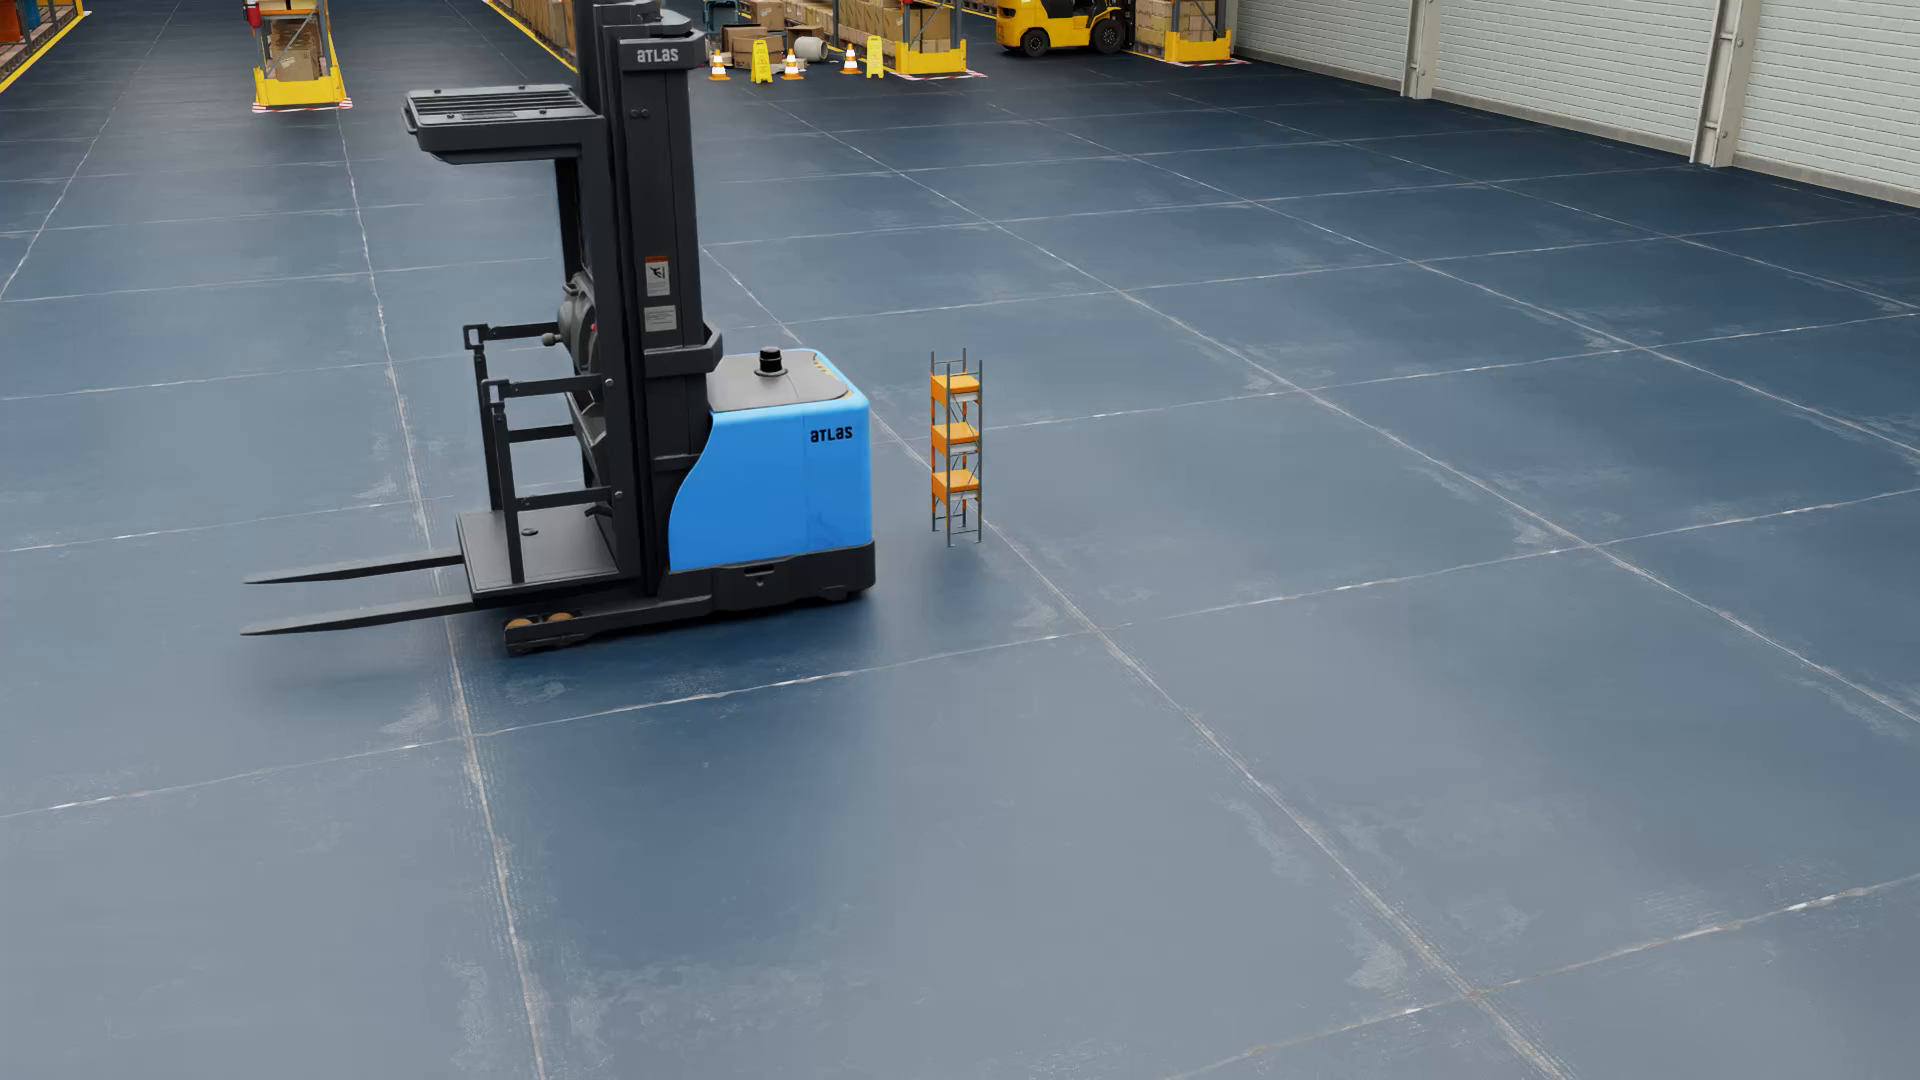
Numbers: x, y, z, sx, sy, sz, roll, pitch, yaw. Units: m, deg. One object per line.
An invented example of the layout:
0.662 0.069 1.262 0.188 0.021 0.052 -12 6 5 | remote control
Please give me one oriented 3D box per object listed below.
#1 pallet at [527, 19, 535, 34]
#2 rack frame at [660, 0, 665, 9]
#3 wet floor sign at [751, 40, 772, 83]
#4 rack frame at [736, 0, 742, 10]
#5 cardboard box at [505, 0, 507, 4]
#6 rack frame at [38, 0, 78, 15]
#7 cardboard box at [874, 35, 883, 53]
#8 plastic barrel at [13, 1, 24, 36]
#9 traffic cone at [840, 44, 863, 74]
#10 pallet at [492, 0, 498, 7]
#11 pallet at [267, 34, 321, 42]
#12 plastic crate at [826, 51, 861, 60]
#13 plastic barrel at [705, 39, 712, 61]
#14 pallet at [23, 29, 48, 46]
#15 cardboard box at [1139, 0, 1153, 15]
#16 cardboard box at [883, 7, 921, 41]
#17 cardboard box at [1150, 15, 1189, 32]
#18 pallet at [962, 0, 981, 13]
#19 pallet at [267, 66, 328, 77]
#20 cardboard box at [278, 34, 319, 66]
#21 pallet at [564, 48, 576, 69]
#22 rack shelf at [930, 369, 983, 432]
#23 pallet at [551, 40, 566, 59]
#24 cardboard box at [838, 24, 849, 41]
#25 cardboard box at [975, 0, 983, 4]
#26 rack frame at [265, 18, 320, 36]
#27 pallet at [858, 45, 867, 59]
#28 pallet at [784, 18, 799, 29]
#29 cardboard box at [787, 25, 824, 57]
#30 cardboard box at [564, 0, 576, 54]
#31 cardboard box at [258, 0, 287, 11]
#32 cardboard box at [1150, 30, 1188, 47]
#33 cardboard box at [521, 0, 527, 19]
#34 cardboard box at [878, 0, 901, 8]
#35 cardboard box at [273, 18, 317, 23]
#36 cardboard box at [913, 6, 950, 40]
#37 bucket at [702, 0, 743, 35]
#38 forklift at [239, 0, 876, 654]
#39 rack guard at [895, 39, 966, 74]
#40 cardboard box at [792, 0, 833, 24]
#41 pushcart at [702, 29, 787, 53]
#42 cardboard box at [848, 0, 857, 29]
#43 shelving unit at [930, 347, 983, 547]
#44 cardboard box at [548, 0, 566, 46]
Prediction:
-8.153 -10.392 33.634 1.003 0.211 1.213 -8 24 -19 | pallet
-5.053 -8.486 25.521 1.000 3.000 0.127 -8 24 -19 | rack frame
-3.190 -7.662 26.598 0.267 0.644 0.232 -13 26 -28 | wet floor sign
-4.697 -13.562 37.565 1.000 3.000 0.127 -8 24 -19 | rack frame
-9.916 -12.015 37.024 0.380 0.149 0.250 -9 25 -21 | cardboard box
-20.014 -12.976 36.175 1.000 3.000 0.127 -8 24 -19 | rack frame
-1.170 -8.574 28.731 0.500 0.250 0.500 -8 24 -19 | cardboard box
-17.776 -9.737 31.055 0.600 0.588 0.708 -8 24 -19 | plastic barrel
-1.816 -8.012 27.663 0.336 0.463 0.334 -8 24 -19 | traffic cone
-10.424 -12.687 39.079 1.003 0.211 1.213 -8 24 -19 | pallet
-12.280 -9.180 30.758 1.003 0.211 1.213 -8 24 -19 | pallet
-2.083 -8.627 29.615 0.402 0.080 0.583 -18 29 -37 | plastic crate
-4.630 -8.550 28.991 0.512 0.421 0.421 8 24 18 | plastic barrel
-17.933 -9.508 31.536 1.003 0.211 1.213 -8 24 -19 | pallet
3.545 -9.581 29.831 0.500 0.250 0.500 -8 24 -18 | cardboard box
-0.984 -8.729 28.132 0.500 0.500 0.500 -8 24 -19 | cardboard box
3.720 -9.175 29.512 0.500 0.250 0.500 -9 24 -20 | cardboard box
0.703 -12.225 37.983 1.003 0.211 1.213 -8 24 -19 | pallet
-10.436 -7.327 26.363 1.003 0.211 1.213 -8 24 -19 | pallet
-10.535 -7.764 26.487 0.500 0.500 0.500 -11 25 -24 | cardboard box
-6.270 -8.367 28.830 1.003 0.211 1.213 -8 24 -19 | pallet
-0.019 -0.755 8.986 0.215 0.259 0.240 -8 24 -19 | rack shelf
-6.809 -8.924 30.152 1.003 0.211 1.213 -8 24 -19 | pallet
-1.915 -9.330 30.524 0.500 0.250 0.500 -10 25 -21 | cardboard box
0.654 -12.330 37.319 0.500 0.500 0.500 -7 24 -17 | cardboard box
-12.555 -10.749 30.890 1.000 3.000 0.127 -8 24 -19 | rack frame
-1.165 -8.687 29.589 1.003 0.211 1.213 -8 24 -19 | pallet
-3.009 -10.539 33.984 1.003 0.211 1.213 -8 24 -19 | pallet
-2.765 -8.928 29.786 0.500 0.500 0.500 8 24 18 | cardboard box
-6.309 -8.916 28.736 0.875 0.875 0.875 -8 24 -18 | cardboard box
-10.022 -7.801 24.221 0.380 0.149 0.250 -8 24 -19 | cardboard box
3.723 -8.938 29.594 0.500 0.250 0.500 -8 24 -19 | cardboard box
-8.738 -11.017 34.203 0.500 0.500 0.500 -9 25 -21 | cardboard box
-1.177 -9.152 28.301 0.380 0.149 0.250 -8 24 -17 | cardboard box
-11.489 -8.748 28.796 0.700 0.500 0.500 -8 24 -19 | cardboard box
-0.493 -8.813 28.332 0.500 0.500 0.500 -9 25 -21 | cardboard box
-4.261 -9.398 29.943 0.726 0.611 0.620 0 13 -1 | bucket
-2.006 -1.035 7.933 3.031 2.935 1.130 -8 24 -18 | forklift
-0.484 -8.077 27.771 1.175 0.500 0.348 -8 24 -19 | rack guard
-2.825 -10.617 33.421 0.950 0.372 0.625 -9 24 -20 | cardboard box
-3.986 -9.116 30.392 1.648 0.377 0.936 -18 29 -37 | pushcart
-1.715 -9.483 29.921 0.500 0.500 0.500 -7 24 -17 | cardboard box
-0.019 -0.503 9.092 0.215 1.050 0.252 -8 24 -19 | shelving unit
-6.769 -9.309 29.831 1.050 0.750 0.750 -8 24 -19 | cardboard box
